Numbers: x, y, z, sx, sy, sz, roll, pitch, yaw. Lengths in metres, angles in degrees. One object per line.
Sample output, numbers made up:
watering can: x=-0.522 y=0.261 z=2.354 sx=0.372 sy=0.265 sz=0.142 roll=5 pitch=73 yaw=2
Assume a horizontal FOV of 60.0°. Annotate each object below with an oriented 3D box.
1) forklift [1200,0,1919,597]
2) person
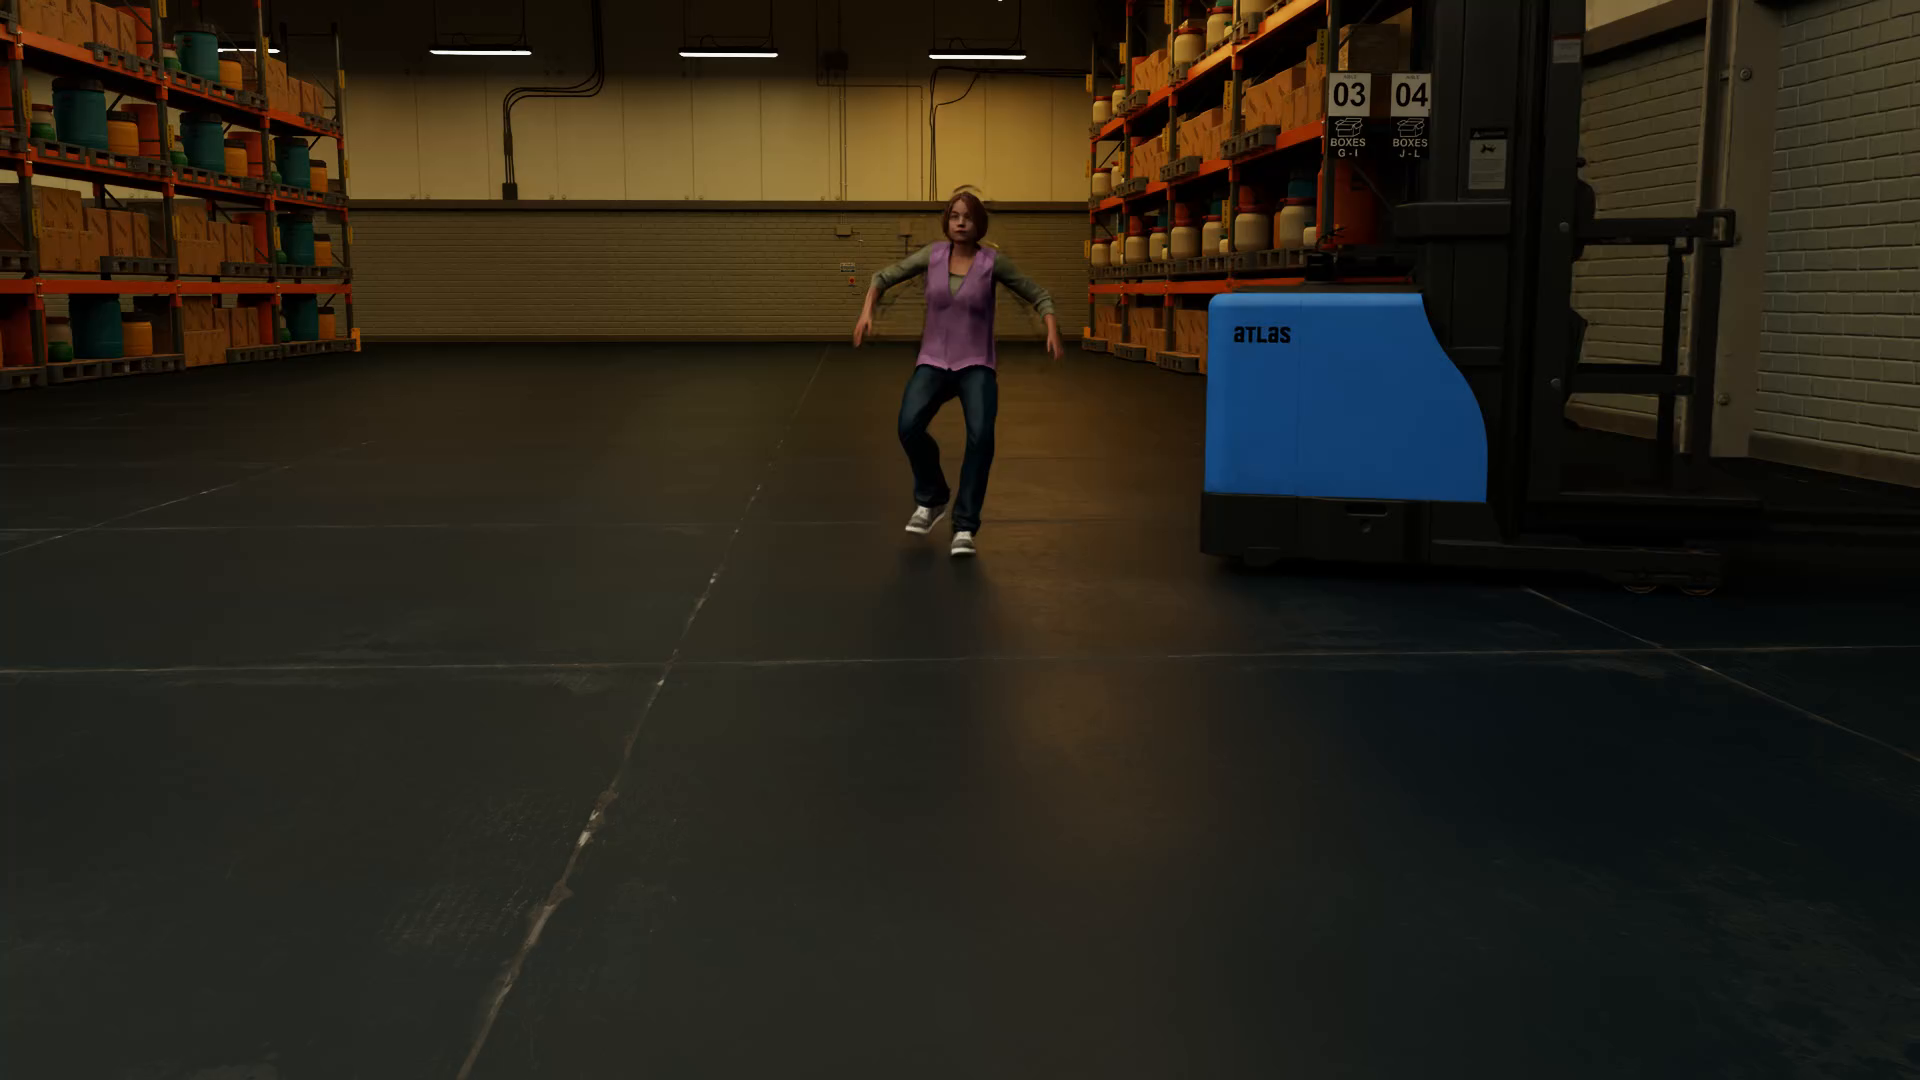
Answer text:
forklift: x=2.515 y=-1.334 z=6.317 sx=3.031 sy=2.935 sz=1.130 roll=2 pitch=9 yaw=16
person: x=-0.019 y=-0.704 z=6.938 sx=0.876 sy=1.487 sz=0.643 roll=2 pitch=9 yaw=12
